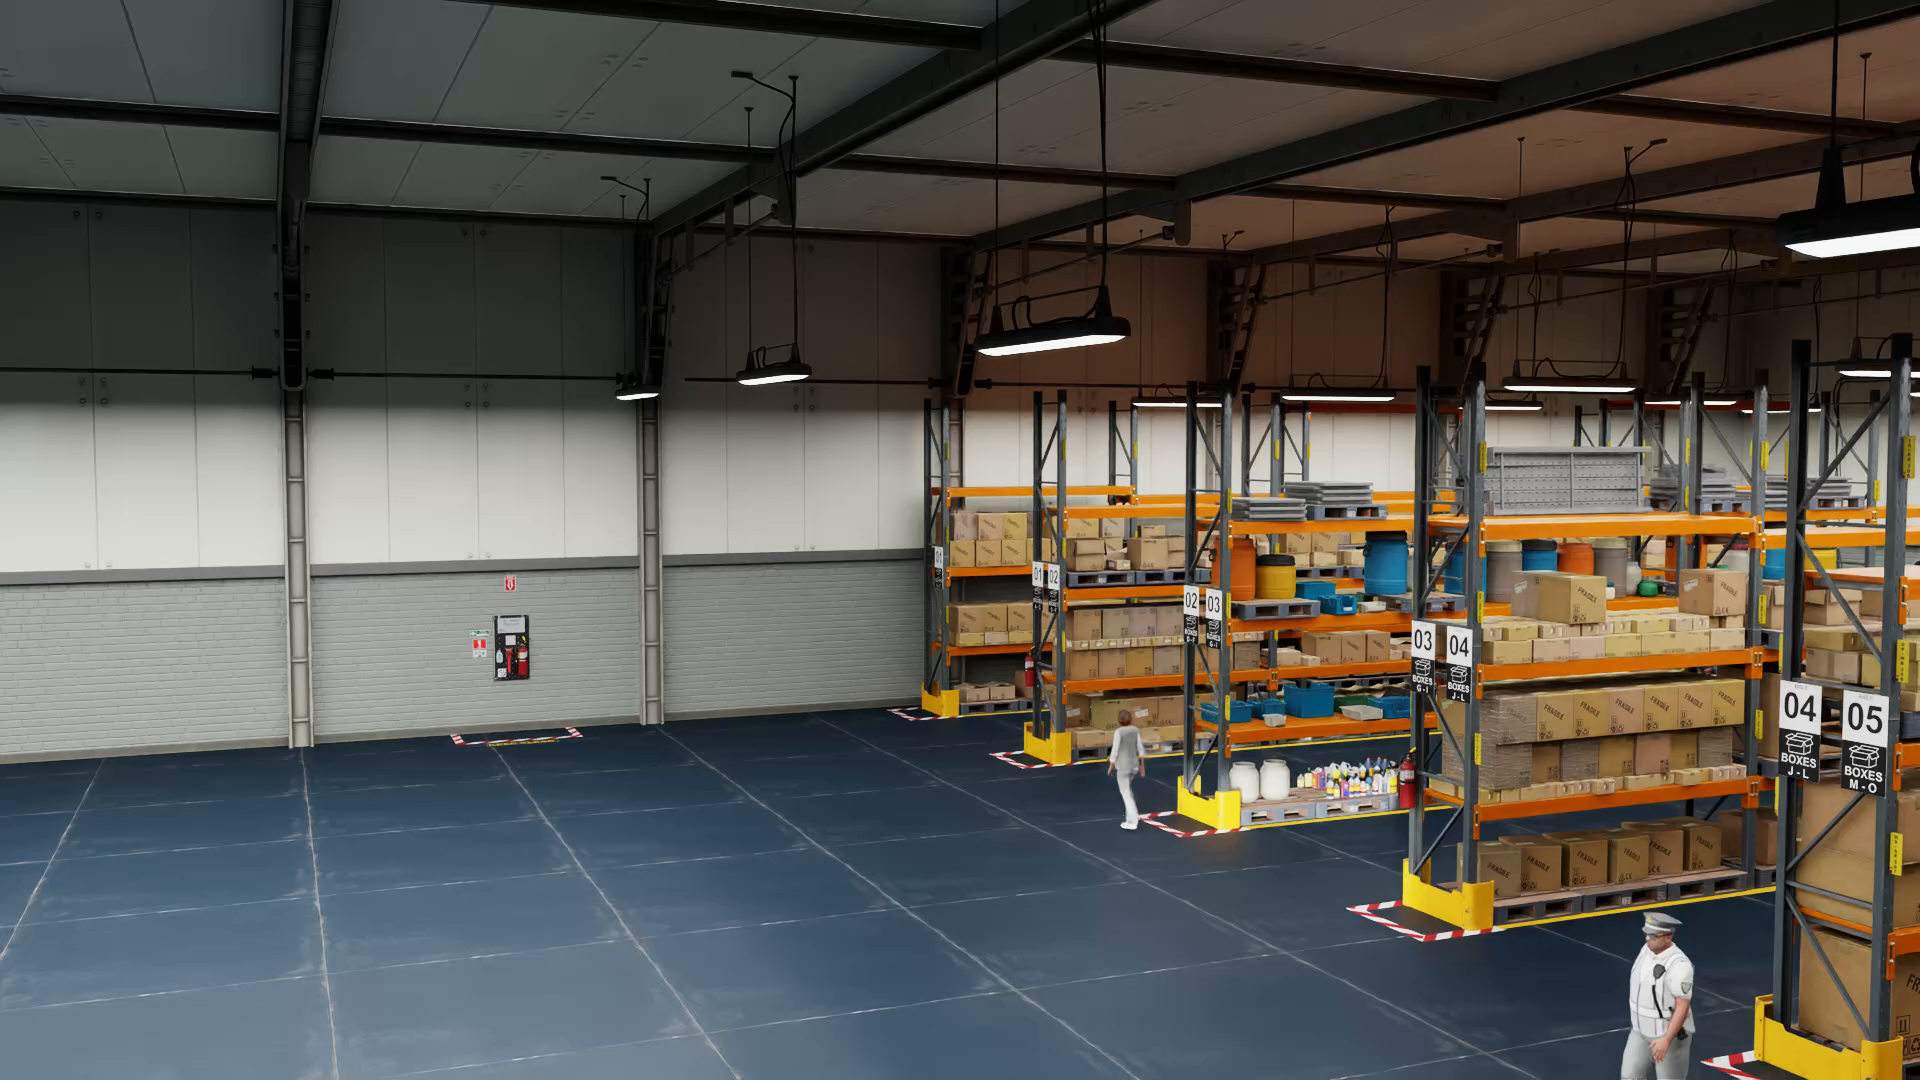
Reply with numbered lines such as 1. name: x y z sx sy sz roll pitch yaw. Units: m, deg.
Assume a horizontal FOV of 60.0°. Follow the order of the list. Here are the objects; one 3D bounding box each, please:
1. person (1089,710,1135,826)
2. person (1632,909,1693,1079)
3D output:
1. person: 2.028 3.048 22.412 0.401 1.537 0.973 -3 4 -39
2. person: 5.130 3.580 12.057 0.553 1.775 0.571 1 3 10
